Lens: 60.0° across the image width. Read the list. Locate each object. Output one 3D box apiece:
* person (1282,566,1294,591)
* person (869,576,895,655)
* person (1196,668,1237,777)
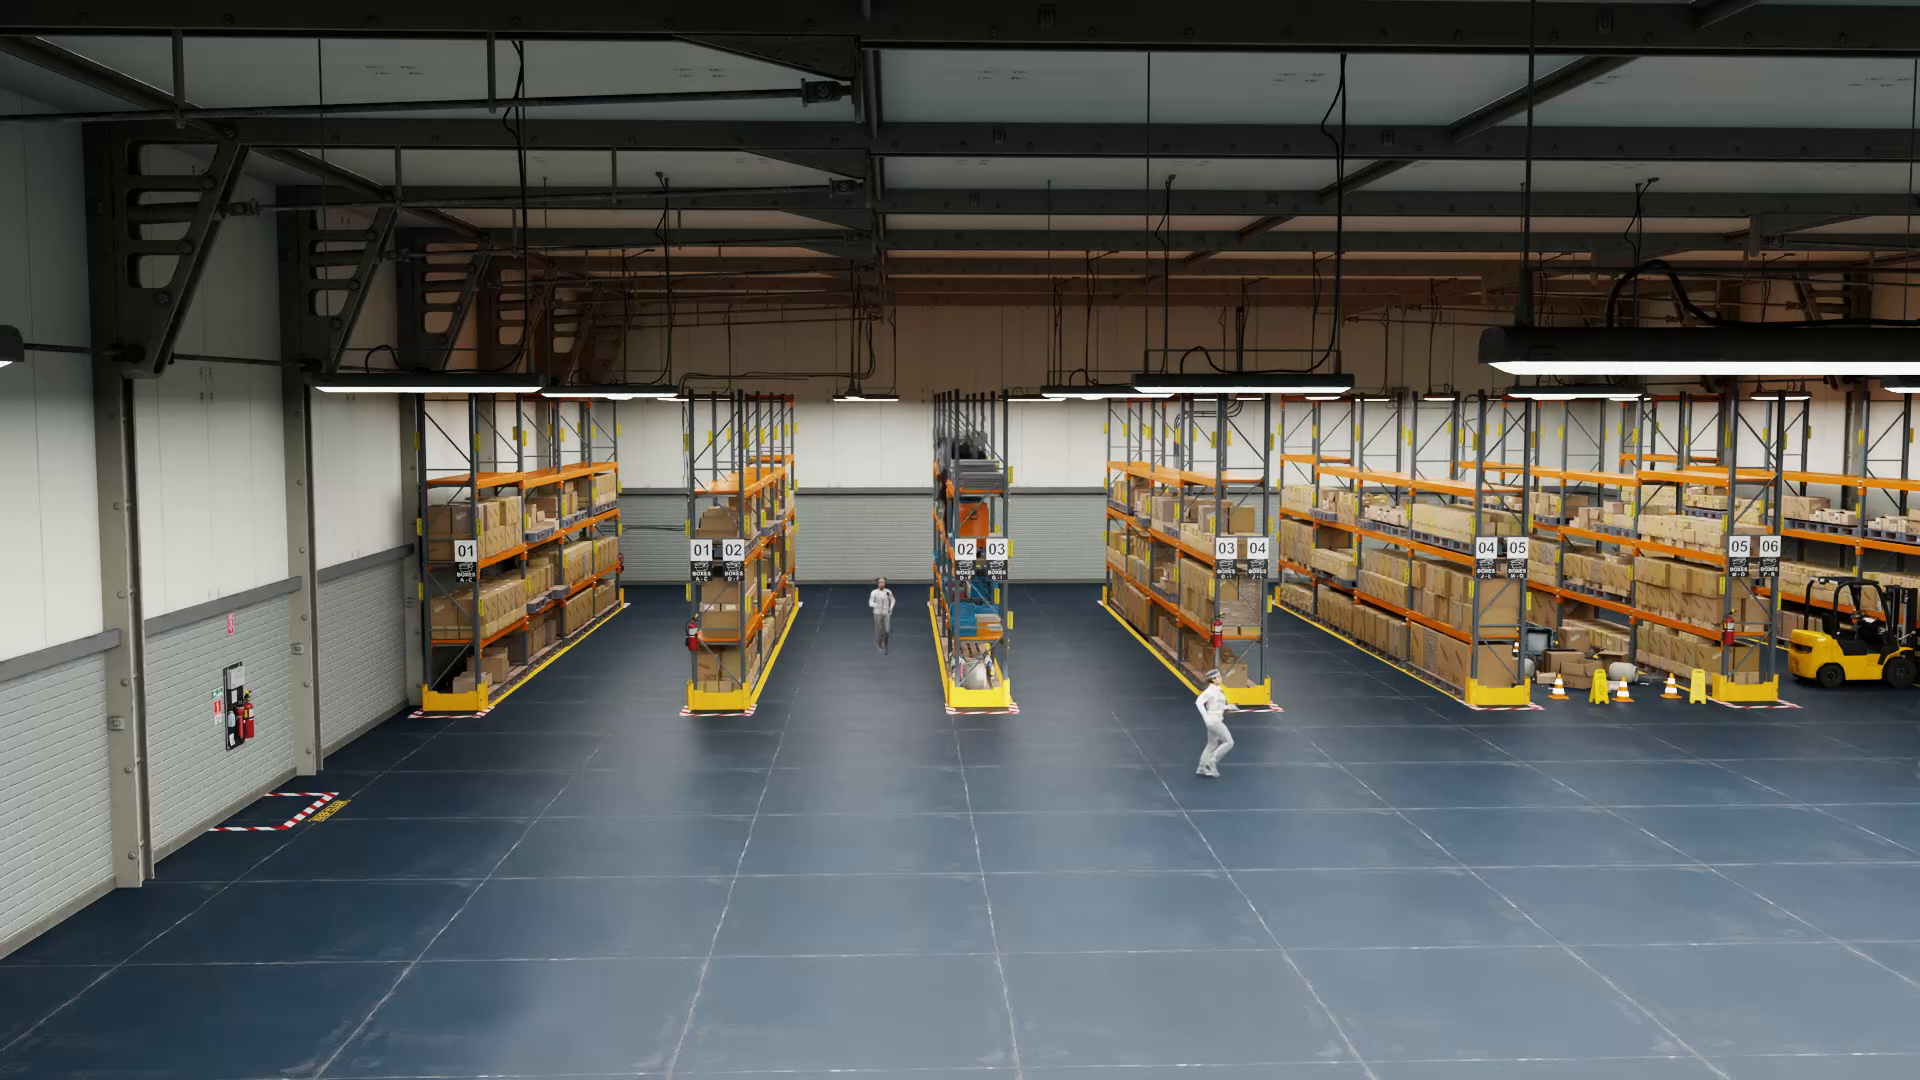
[{"bbox_3d":[9.641,0.889,49.192,0.594,1.633,0.887,1,5,18],"label":"person"},{"bbox_3d":[-1.680,1.658,36.218,0.597,1.737,0.600,-1,5,-10],"label":"person"},{"bbox_3d":[3.944,2.793,25.523,0.610,1.665,0.597,1,5,12],"label":"person"}]
